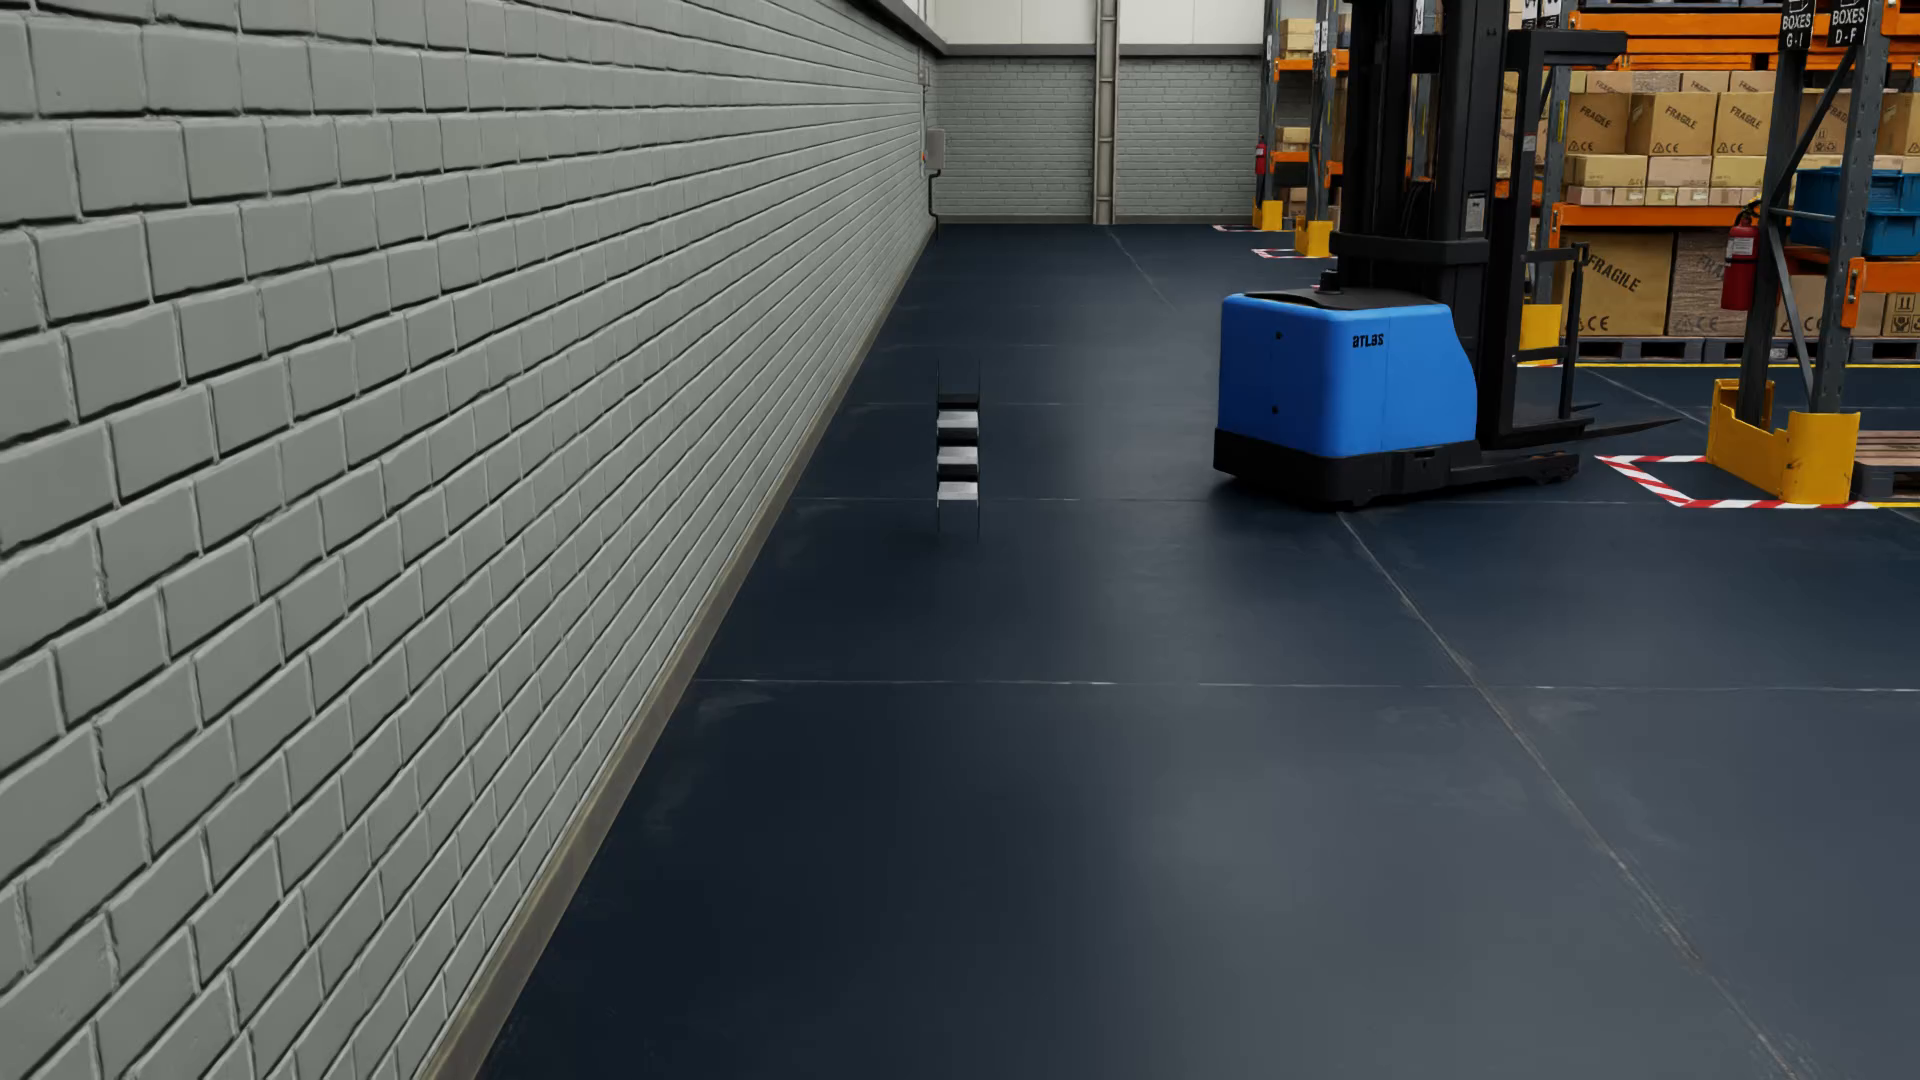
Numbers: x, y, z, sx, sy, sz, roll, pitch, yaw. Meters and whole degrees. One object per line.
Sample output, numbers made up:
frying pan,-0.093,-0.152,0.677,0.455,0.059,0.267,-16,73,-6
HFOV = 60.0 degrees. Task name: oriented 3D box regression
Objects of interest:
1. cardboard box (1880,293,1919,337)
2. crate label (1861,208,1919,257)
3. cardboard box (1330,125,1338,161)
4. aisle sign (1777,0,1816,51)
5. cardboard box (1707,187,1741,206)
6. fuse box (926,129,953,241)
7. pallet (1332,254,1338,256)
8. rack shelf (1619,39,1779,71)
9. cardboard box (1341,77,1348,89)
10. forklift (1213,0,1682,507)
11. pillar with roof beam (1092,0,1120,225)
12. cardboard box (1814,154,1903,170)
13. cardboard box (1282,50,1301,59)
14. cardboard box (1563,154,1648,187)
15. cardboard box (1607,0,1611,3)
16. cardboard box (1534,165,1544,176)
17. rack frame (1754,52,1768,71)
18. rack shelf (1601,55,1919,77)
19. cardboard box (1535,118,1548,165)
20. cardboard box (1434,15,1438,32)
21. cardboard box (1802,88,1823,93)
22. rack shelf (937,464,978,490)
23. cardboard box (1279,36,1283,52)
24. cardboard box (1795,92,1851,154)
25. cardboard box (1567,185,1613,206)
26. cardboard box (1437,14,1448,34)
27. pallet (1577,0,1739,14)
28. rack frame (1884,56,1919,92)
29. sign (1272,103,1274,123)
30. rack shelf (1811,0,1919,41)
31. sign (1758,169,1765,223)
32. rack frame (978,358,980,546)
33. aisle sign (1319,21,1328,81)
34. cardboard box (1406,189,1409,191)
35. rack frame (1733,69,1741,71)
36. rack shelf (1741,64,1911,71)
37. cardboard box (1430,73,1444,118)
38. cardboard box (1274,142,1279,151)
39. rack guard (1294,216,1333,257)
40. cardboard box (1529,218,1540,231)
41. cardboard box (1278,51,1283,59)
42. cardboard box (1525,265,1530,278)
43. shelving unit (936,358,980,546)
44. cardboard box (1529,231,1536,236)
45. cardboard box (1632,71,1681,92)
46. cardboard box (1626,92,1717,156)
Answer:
cardboard box,8.204,-2.234,14.268,0.875,0.875,0.875,0,15,1
crate label,4.975,-1.659,8.958,0.303,0.233,0.416,0,15,1
cardboard box,5.605,-5.699,23.866,0.500,0.500,0.500,0,15,2
aisle sign,4.672,-3.128,9.222,0.004,0.787,0.394,0,15,1
cardboard box,6.236,-2.845,13.737,0.250,0.149,0.380,0,15,0
fuse box,-0.322,-5.529,25.943,0.414,1.711,0.539,0,15,1
pallet,5.917,-4.253,24.046,1.213,0.211,1.003,0,15,1
rack shelf,7.090,-5.413,18.507,4.000,0.370,1.077,0,15,1
cardboard box,5.464,-6.359,23.135,0.250,0.149,0.380,1,15,3
forklift,3.008,-1.845,9.588,3.031,2.935,1.130,-8,17,-28
pillar with roof beam,2.456,-8.903,24.444,0.400,9.000,9.100,0,15,1
cardboard box,7.386,-3.047,13.718,0.500,0.250,0.500,1,15,3
cardboard box,5.552,-8.120,27.849,0.250,0.149,0.380,1,15,3
cardboard box,5.336,-3.059,13.764,0.500,0.250,0.500,0,15,0
cardboard box,7.055,-5.862,18.111,0.500,0.250,0.500,0,15,-1
cardboard box,6.462,-4.135,18.626,0.250,0.149,0.380,0,15,1
rack frame,9.089,-4.297,18.749,0.127,3.000,1.000,0,15,1
rack shelf,11.114,-6.650,23.196,4.000,0.370,1.077,0,15,1
cardboard box,6.557,-4.439,18.506,0.500,0.500,0.500,1,15,2
cardboard box,5.552,-5.766,18.729,0.500,0.250,0.500,0,15,0
cardboard box,11.580,-6.009,23.080,0.500,0.500,0.500,0,15,1
rack shelf,-0.008,-0.316,8.257,0.200,0.077,0.258,0,15,1
cardboard box,5.690,-8.441,28.283,0.500,0.250,0.500,0,15,0
cardboard box,7.377,-3.543,14.129,0.500,0.500,0.500,0,15,0
cardboard box,5.209,-2.851,13.760,0.250,0.149,0.380,1,15,2
cardboard box,5.533,-5.633,18.226,0.500,0.250,0.500,1,15,3
pallet,5.605,-4.465,13.676,1.213,0.211,1.003,0,15,1
rack frame,13.113,-5.534,23.437,0.127,3.000,1.000,0,15,1
sign,5.225,-7.133,27.798,0.005,0.325,0.100,0,15,1
rack shelf,6.736,-2.886,8.928,4.000,0.370,1.077,0,15,1
sign,4.734,-2.016,9.780,0.005,0.325,0.100,0,15,1
rack frame,0.094,-0.435,8.223,0.006,0.900,0.240,0,15,1
aisle sign,5.036,-6.770,23.025,0.004,0.787,0.394,0,15,1
cardboard box,7.739,-5.796,28.507,0.500,0.500,0.700,0,15,-1
rack frame,13.236,-6.800,28.235,0.127,3.000,1.000,0,15,1
rack shelf,15.236,-7.890,27.895,4.000,0.370,1.077,0,15,1
cardboard box,5.532,-4.929,18.402,0.500,0.500,0.500,0,15,1
cardboard box,5.577,-6.797,28.716,0.250,0.149,0.380,0,15,1
rack guard,5.092,-4.378,23.954,0.348,0.500,1.175,0,15,1
cardboard box,8.490,-4.556,23.928,0.875,0.438,0.875,0,15,1
cardboard box,5.565,-8.238,28.298,0.250,0.149,0.380,1,15,3
cardboard box,6.371,-3.053,18.796,0.250,0.149,0.380,1,15,2
shelving unit,-0.008,-0.435,8.225,0.210,0.900,0.258,0,15,1
cardboard box,6.665,-3.506,19.348,0.250,0.149,0.380,1,15,4
cardboard box,7.584,-4.916,18.355,0.500,0.500,0.500,1,15,3
cardboard box,5.835,-3.418,13.656,0.500,0.500,0.500,0,15,0
